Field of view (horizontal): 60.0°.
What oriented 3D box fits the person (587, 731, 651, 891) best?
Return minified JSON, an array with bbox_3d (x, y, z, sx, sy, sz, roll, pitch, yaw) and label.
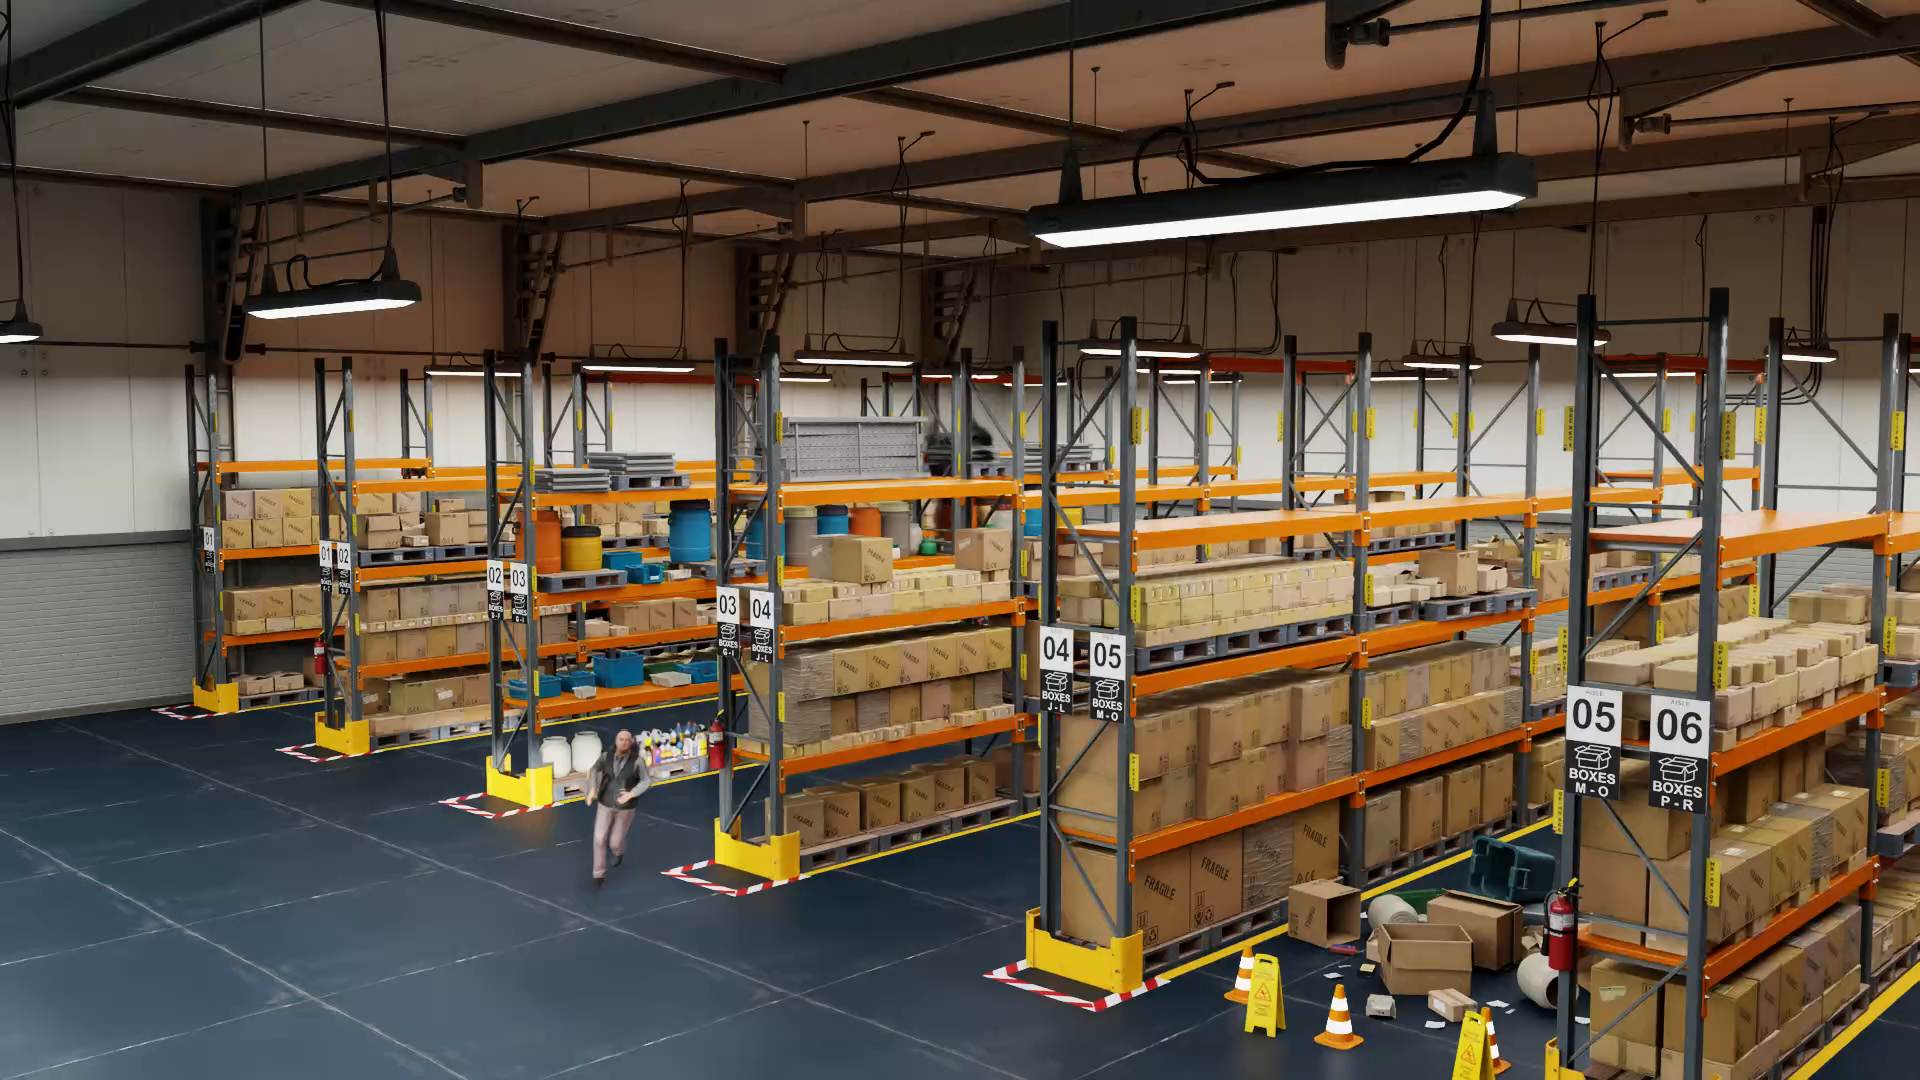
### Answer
[{"bbox_3d":[-3.753,2.939,18.322,0.700,1.707,0.810,0,4,1],"label":"person"}]
